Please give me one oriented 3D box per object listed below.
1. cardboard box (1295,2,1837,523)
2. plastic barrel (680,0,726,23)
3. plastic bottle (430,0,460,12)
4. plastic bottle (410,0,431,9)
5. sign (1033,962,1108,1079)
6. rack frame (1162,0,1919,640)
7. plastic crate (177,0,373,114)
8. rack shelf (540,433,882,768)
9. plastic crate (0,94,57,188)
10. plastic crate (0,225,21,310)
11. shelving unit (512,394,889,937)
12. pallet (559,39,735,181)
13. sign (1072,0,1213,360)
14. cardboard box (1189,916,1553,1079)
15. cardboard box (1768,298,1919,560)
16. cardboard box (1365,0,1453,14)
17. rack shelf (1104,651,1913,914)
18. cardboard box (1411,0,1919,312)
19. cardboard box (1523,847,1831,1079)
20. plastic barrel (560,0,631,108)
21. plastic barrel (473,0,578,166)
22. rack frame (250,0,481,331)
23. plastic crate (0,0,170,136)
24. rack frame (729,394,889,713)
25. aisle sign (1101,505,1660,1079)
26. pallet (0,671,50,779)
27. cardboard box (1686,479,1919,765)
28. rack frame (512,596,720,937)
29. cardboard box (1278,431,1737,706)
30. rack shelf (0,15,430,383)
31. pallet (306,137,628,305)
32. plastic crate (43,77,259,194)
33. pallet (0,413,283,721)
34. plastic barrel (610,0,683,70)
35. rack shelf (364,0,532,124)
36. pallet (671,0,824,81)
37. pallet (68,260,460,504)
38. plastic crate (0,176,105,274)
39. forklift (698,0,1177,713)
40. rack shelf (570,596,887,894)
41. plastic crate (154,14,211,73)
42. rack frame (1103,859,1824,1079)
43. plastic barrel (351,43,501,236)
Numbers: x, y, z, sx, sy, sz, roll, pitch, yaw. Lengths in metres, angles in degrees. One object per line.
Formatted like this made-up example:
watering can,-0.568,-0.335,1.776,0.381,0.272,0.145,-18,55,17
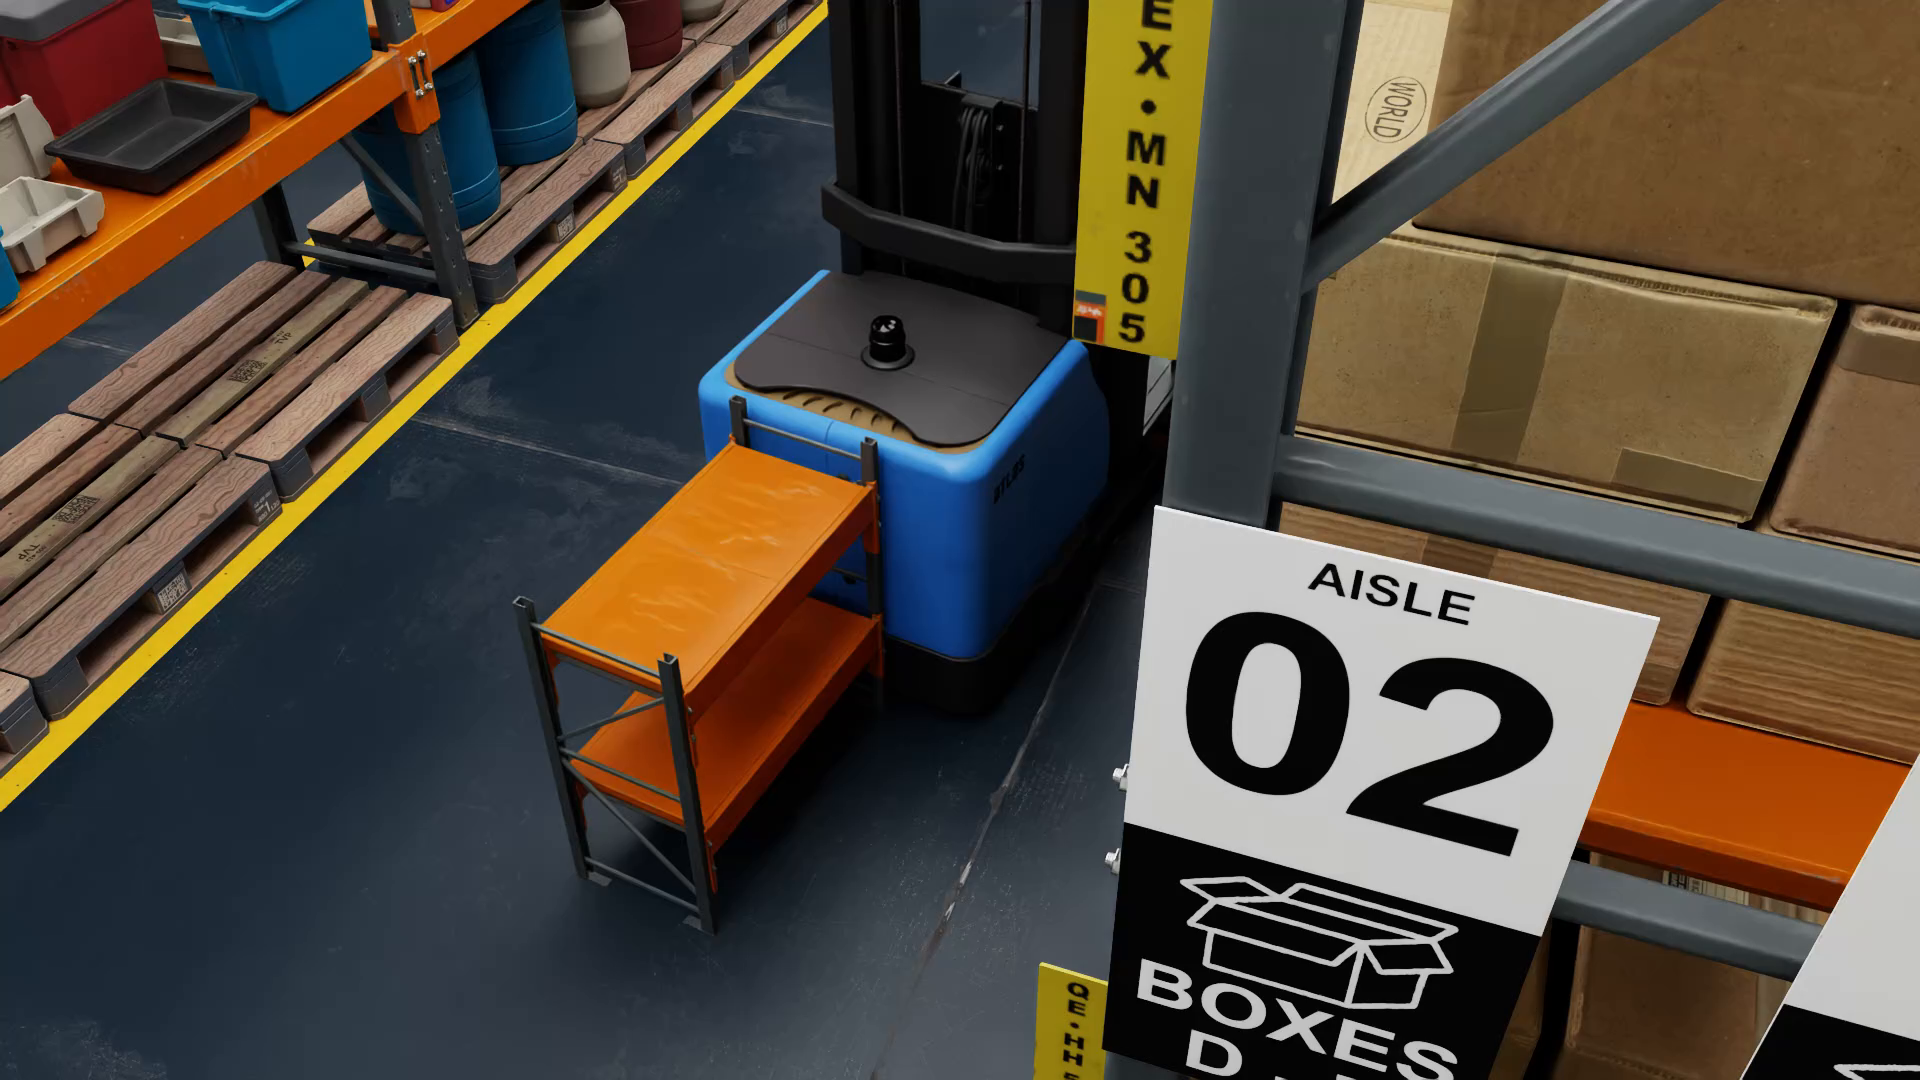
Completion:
cardboard box,0.592,-0.313,1.725,0.500,0.250,0.500,13,42,15
plastic barrel,-1.522,-3.197,9.279,0.421,0.512,0.421,0,40,0
plastic bottle,-2.103,-2.295,6.718,0.061,0.283,0.133,13,42,15
plastic bottle,-2.191,-2.359,6.742,0.144,0.351,0.185,13,42,15
sign,0.141,0.635,2.059,0.100,0.325,0.005,13,42,15
rack frame,0.656,-0.951,0.431,1.000,3.000,0.127,13,42,15
plastic crate,-2.469,-1.866,6.093,0.392,0.384,0.575,13,42,15
rack shelf,-0.703,0.140,4.768,0.538,0.278,1.000,19,44,20
plastic crate,-3.325,-1.297,5.505,0.437,0.282,0.530,13,42,15
plastic crate,-3.051,-0.793,4.951,0.416,0.233,0.300,13,42,15
shelving unit,-0.703,0.363,4.958,0.538,1.125,1.048,19,44,20
pallet,-1.911,-2.357,8.850,1.003,0.211,1.213,13,42,15
sign,0.141,-0.282,1.276,0.100,0.325,0.005,13,42,15
cardboard box,0.550,0.580,2.411,0.500,0.500,0.500,13,42,15
cardboard box,1.076,-0.199,1.591,0.500,0.250,0.500,13,42,15
cardboard box,0.763,-0.618,2.082,0.500,0.250,0.500,13,42,15
rack shelf,1.340,-0.756,3.068,1.077,0.370,4.000,13,42,15
cardboard box,0.816,-0.545,1.419,0.700,0.500,0.500,13,42,15
cardboard box,1.055,0.701,2.270,0.500,0.500,0.500,15,43,16
plastic barrel,-1.908,-2.508,8.472,0.421,0.512,0.421,0,40,0
plastic barrel,-2.186,-2.331,7.965,0.600,0.901,0.708,13,42,15
rack frame,-2.630,-2.210,6.529,1.000,3.000,0.127,13,42,15
plastic crate,-3.171,-1.768,5.916,0.402,0.464,0.583,13,42,15
rack frame,-0.469,0.070,5.302,0.500,1.125,0.032,19,44,20
aisle sign,0.345,0.316,1.566,0.394,0.787,0.004,13,42,15
pallet,-3.679,0.796,5.154,1.003,0.211,1.213,13,42,15
cardboard box,1.071,-0.010,1.755,0.500,0.250,0.500,13,42,15
rack frame,-0.936,0.656,4.615,0.500,1.125,0.032,19,44,20
cardboard box,0.584,-0.125,1.889,0.500,0.250,0.500,13,42,15
rack shelf,-3.314,-0.717,5.333,1.077,0.370,4.000,13,42,15
pallet,-2.327,-1.611,7.975,1.003,0.211,1.213,13,42,15
plastic crate,-2.760,-1.386,5.729,0.437,0.125,0.590,13,42,15
pallet,-3.260,0.055,6.023,1.003,0.211,1.213,13,42,15
plastic barrel,-1.799,-2.901,8.874,0.600,0.588,0.708,13,42,15
rack shelf,-1.946,-3.156,8.193,1.077,0.370,4.000,13,42,15
pallet,-1.492,-3.099,9.719,1.003,0.211,1.213,13,42,15
pallet,-2.845,-0.692,6.899,1.003,0.211,1.213,13,42,15
plastic crate,-2.943,-1.004,5.272,0.293,0.136,0.466,13,42,15
forklift,0.286,-1.495,5.745,1.130,2.935,3.031,19,44,20
rack shelf,-0.703,0.549,5.117,0.538,0.278,1.000,19,44,20
plastic crate,-2.923,-1.880,6.300,0.396,0.136,0.243,13,42,15
rack frame,0.656,1.331,2.378,1.000,3.000,0.127,13,42,15
plastic barrel,-2.428,-1.900,7.459,0.600,0.901,0.708,13,42,15
